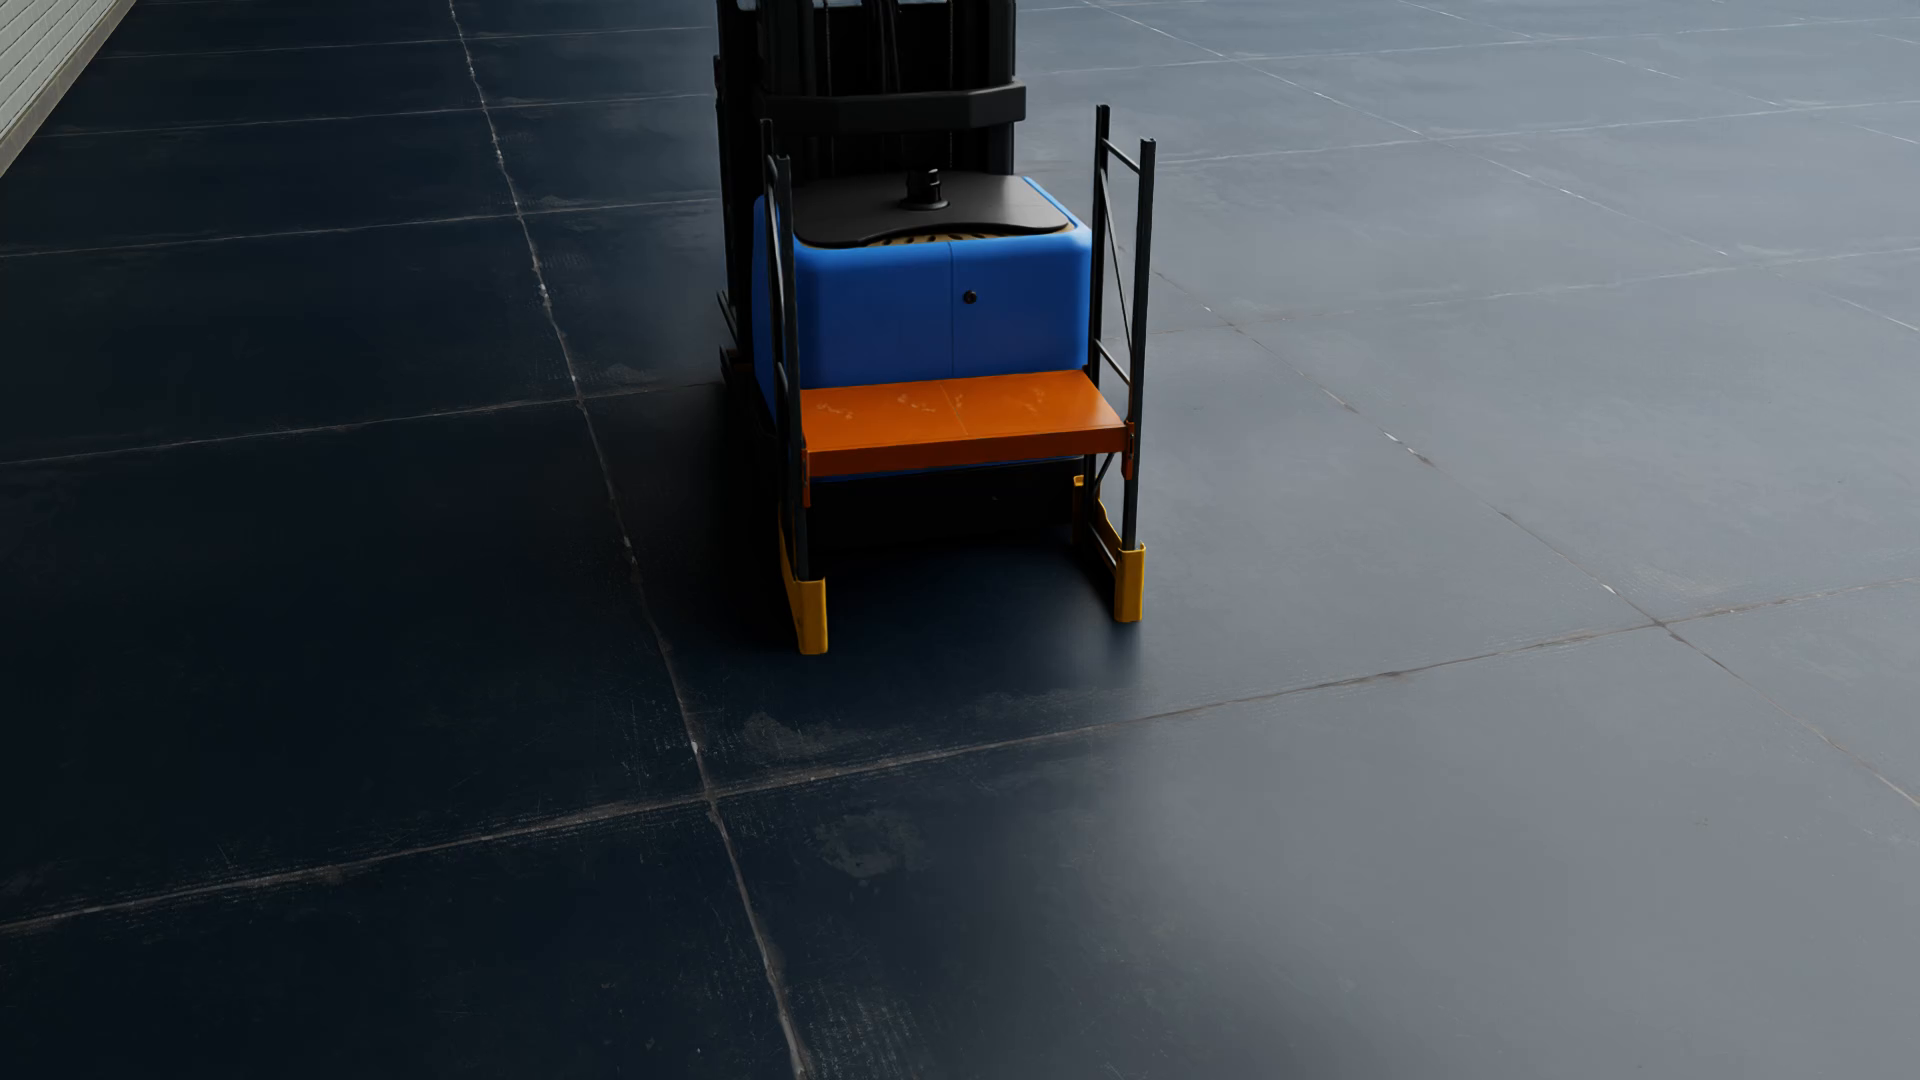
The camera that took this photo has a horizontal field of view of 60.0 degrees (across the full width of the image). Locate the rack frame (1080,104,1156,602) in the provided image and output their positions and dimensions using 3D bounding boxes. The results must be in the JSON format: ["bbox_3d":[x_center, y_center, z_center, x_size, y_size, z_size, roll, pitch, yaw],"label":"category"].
[{"bbox_3d":[0.478,-0.540,5.151,0.032,1.500,0.500,-5,27,-10],"label":"rack frame"}]

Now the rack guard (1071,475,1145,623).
[{"bbox_3d":[0.477,0.020,5.428,0.087,0.250,0.587,-5,27,-10],"label":"rack guard"}]

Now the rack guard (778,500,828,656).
[{"bbox_3d":[-0.499,0.110,5.248,0.087,0.250,0.587,-5,27,-10],"label":"rack guard"}]

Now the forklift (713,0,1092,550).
[{"bbox_3d":[-0.395,-1.913,6.307,1.130,2.935,3.031,-6,27,-13],"label":"forklift"}]

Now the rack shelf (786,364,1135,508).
[{"bbox_3d":[-0.020,-0.333,5.138,1.000,0.185,0.538,-5,27,-10],"label":"rack shelf"}]

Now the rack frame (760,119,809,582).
[{"bbox_3d":[-0.518,-0.448,4.966,0.032,1.500,0.500,-5,27,-10],"label":"rack frame"}]

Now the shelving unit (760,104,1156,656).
[{"bbox_3d":[-0.011,-0.495,5.060,1.083,1.500,0.587,-5,27,-10],"label":"shelving unit"}]
